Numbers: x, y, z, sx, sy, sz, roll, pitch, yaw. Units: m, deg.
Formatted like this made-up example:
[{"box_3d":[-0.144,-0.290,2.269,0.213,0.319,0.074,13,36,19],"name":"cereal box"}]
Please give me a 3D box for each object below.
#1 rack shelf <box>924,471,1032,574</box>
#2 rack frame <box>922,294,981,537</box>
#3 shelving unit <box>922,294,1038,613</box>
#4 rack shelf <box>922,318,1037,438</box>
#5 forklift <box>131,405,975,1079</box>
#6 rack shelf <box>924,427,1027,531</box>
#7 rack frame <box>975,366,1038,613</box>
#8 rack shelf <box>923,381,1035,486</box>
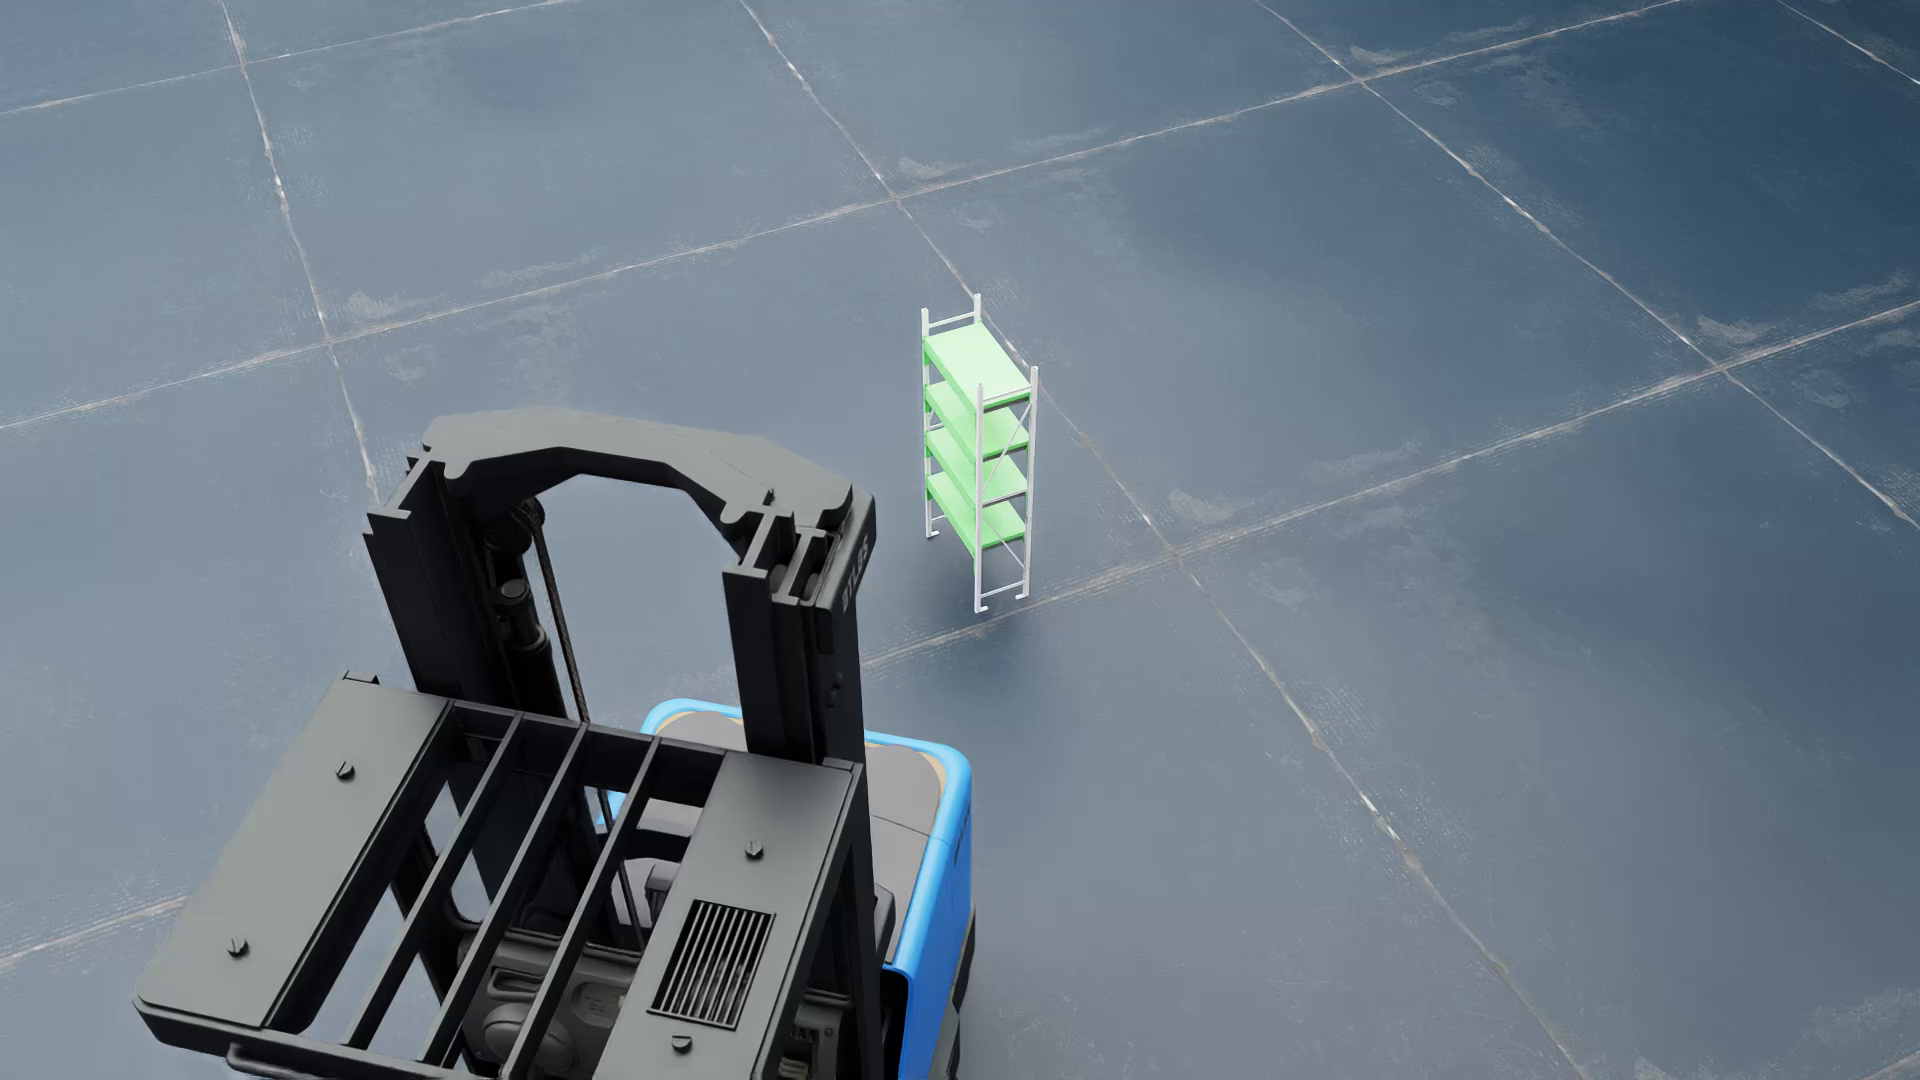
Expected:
[{"box_3d":[0.070,-0.105,6.804,0.258,0.148,0.480,-18,47,-17],"name":"rack shelf"},{"box_3d":[-0.033,-0.477,6.748,0.240,1.200,0.015,-18,47,-17],"name":"rack frame"},{"box_3d":[0.070,-0.322,6.591,0.258,1.200,0.503,-18,47,-17],"name":"shelving unit"},{"box_3d":[0.070,-0.618,6.298,0.258,0.148,0.480,-18,47,-17],"name":"rack shelf"},{"box_3d":[-0.776,1.280,3.735,1.130,2.935,3.031,9,45,9],"name":"forklift"},{"box_3d":[0.070,-0.276,6.635,0.258,0.148,0.480,-18,47,-17],"name":"rack shelf"},{"box_3d":[0.172,-0.166,6.433,0.240,1.200,0.015,-18,47,-17],"name":"rack frame"},{"box_3d":[0.070,-0.447,6.467,0.258,0.148,0.480,-18,47,-17],"name":"rack shelf"}]
